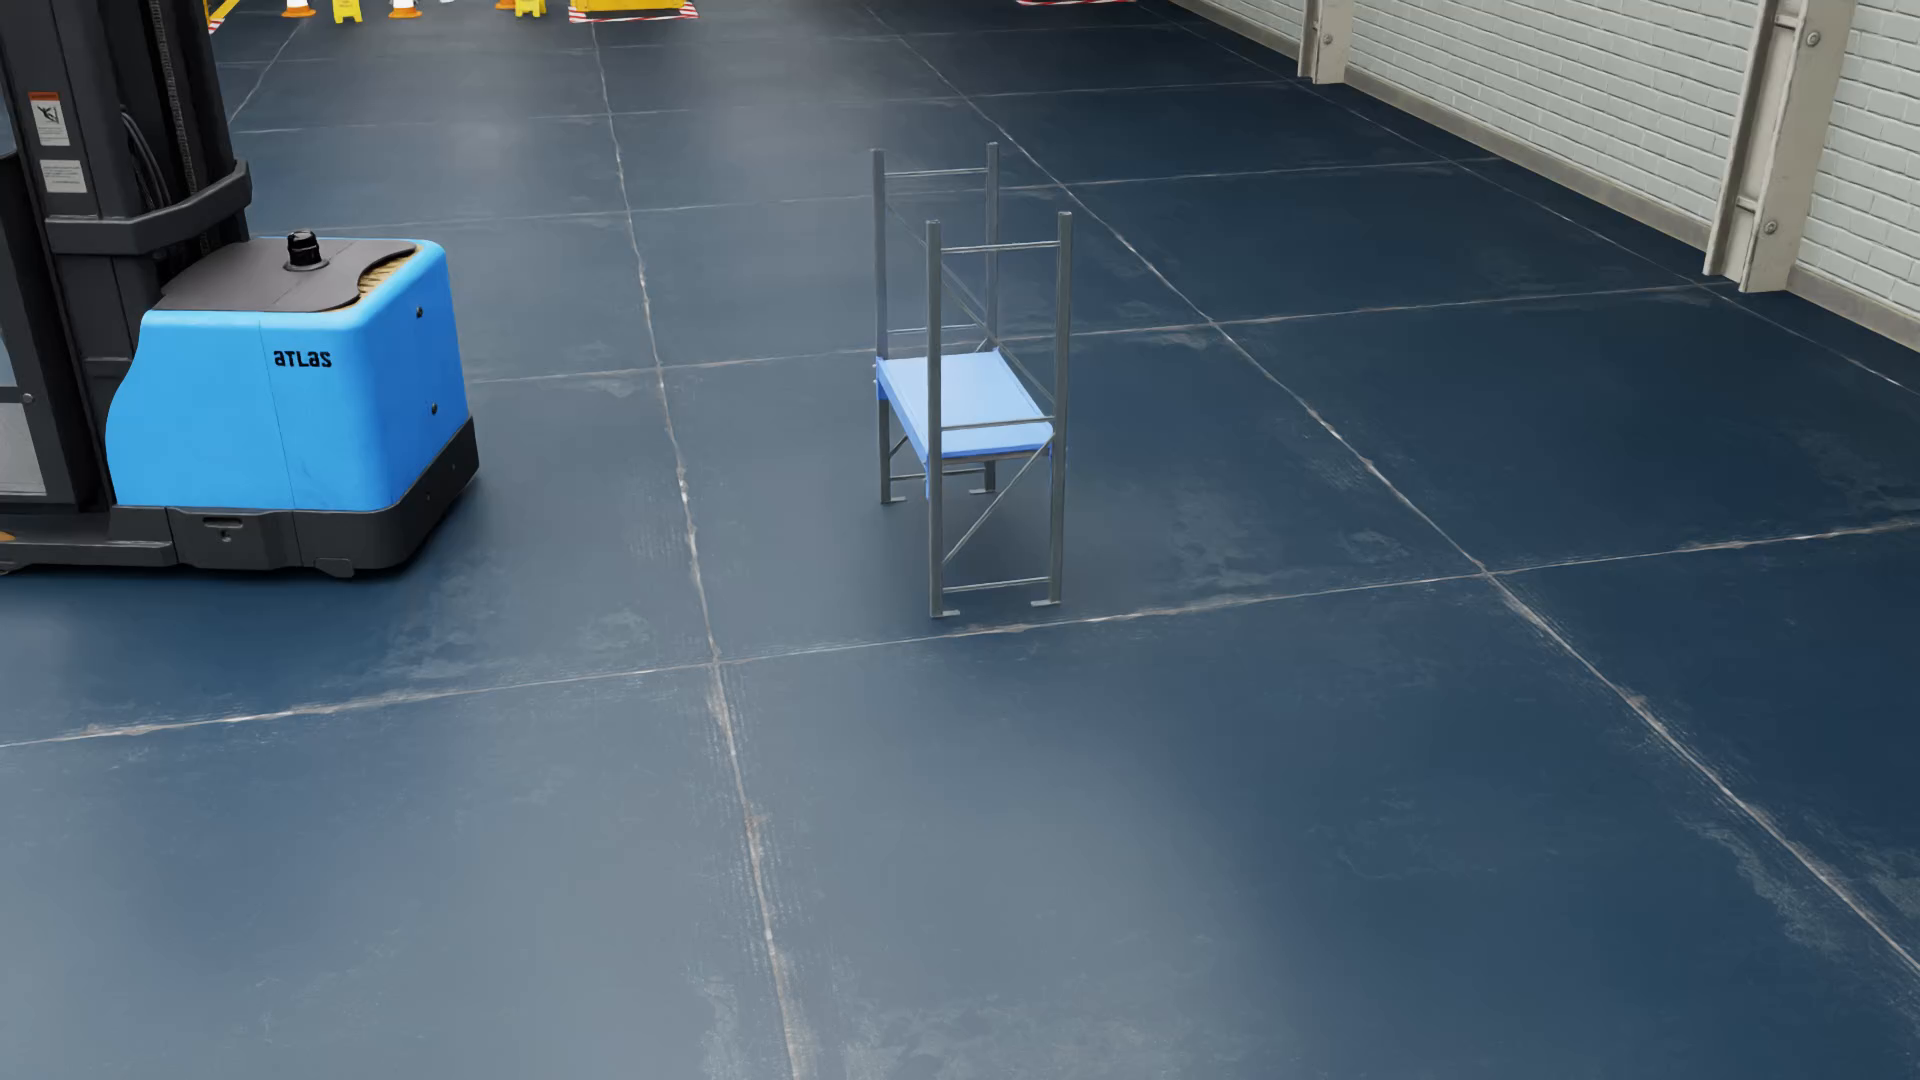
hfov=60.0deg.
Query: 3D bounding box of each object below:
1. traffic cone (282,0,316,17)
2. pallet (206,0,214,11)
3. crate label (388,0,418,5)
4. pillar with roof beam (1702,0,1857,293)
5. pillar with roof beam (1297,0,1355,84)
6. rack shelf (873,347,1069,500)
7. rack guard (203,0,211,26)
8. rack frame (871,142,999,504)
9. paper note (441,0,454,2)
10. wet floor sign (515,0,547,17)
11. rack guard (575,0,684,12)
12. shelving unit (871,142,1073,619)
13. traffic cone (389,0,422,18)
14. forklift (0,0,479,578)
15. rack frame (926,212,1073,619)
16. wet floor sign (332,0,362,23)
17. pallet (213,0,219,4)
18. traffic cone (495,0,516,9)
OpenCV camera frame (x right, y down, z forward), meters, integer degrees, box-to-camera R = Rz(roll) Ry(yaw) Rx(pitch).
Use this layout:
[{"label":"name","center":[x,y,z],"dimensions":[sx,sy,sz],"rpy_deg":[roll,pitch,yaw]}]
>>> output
[{"label":"traffic cone","center":[-7.184,-5.924,17.974],"dimensions":[0.336,0.463,0.334],"rpy_deg":[-6,27,-12]},{"label":"pallet","center":[-8.704,-5.778,17.963],"dimensions":[1.003,0.211,1.213],"rpy_deg":[-6,27,-12]},{"label":"crate label","center":[-6.244,-6.083,18.651],"dimensions":[0.250,0.136,0.298],"rpy_deg":[-23,35,-38]},{"label":"pillar with roof beam","center":[0.419,-5.103,6.873],"dimensions":[9.100,9.000,0.400],"rpy_deg":[-6,27,-12]},{"label":"pillar with roof beam","center":[-0.934,-7.737,12.091],"dimensions":[9.100,9.000,0.400],"rpy_deg":[-6,27,-12]},{"label":"rack shelf","center":[0.019,-0.472,6.419],"dimensions":[0.538,0.185,1.000],"rpy_deg":[-6,27,-12]},{"label":"rack guard","center":[-8.442,-5.553,17.197],"dimensions":[1.175,0.500,0.348],"rpy_deg":[-6,27,-12]},{"label":"rack frame","center":[-0.095,-0.855,6.780],"dimensions":[0.500,1.500,0.032],"rpy_deg":[-6,27,-12]},{"label":"paper note","center":[-5.800,-6.114,18.830],"dimensions":[0.148,0.019,0.142],"rpy_deg":[-16,31,-29]},{"label":"wet floor sign","center":[-4.647,-5.984,17.889],"dimensions":[0.267,0.644,0.232],"rpy_deg":[3,27,6]},{"label":"rack guard","center":[-3.665,-6.144,18.368],"dimensions":[1.175,0.500,0.348],"rpy_deg":[-6,27,-12]},{"label":"shelving unit","center":[0.019,-0.632,6.338],"dimensions":[0.538,1.500,1.048],"rpy_deg":[-6,27,-12]},{"label":"traffic cone","center":[-6.006,-5.890,17.906],"dimensions":[0.336,0.463,0.334],"rpy_deg":[-6,27,-12]},{"label":"forklift","center":[-3.624,-1.407,6.285],"dimensions":[3.031,2.935,1.130],"rpy_deg":[2,27,3]},{"label":"rack frame","center":[0.134,-0.409,5.896],"dimensions":[0.500,1.500,0.032],"rpy_deg":[-6,27,-12]},{"label":"wet floor sign","center":[-6.512,-5.817,17.559],"dimensions":[0.267,0.644,0.232],"rpy_deg":[-11,29,-20]},{"label":"pallet","center":[-8.976,-6.312,19.022],"dimensions":[1.003,0.211,1.213],"rpy_deg":[-6,27,-12]},{"label":"traffic cone","center":[-5.002,-6.152,18.425],"dimensions":[0.336,0.463,0.334],"rpy_deg":[-6,27,-12]}]
